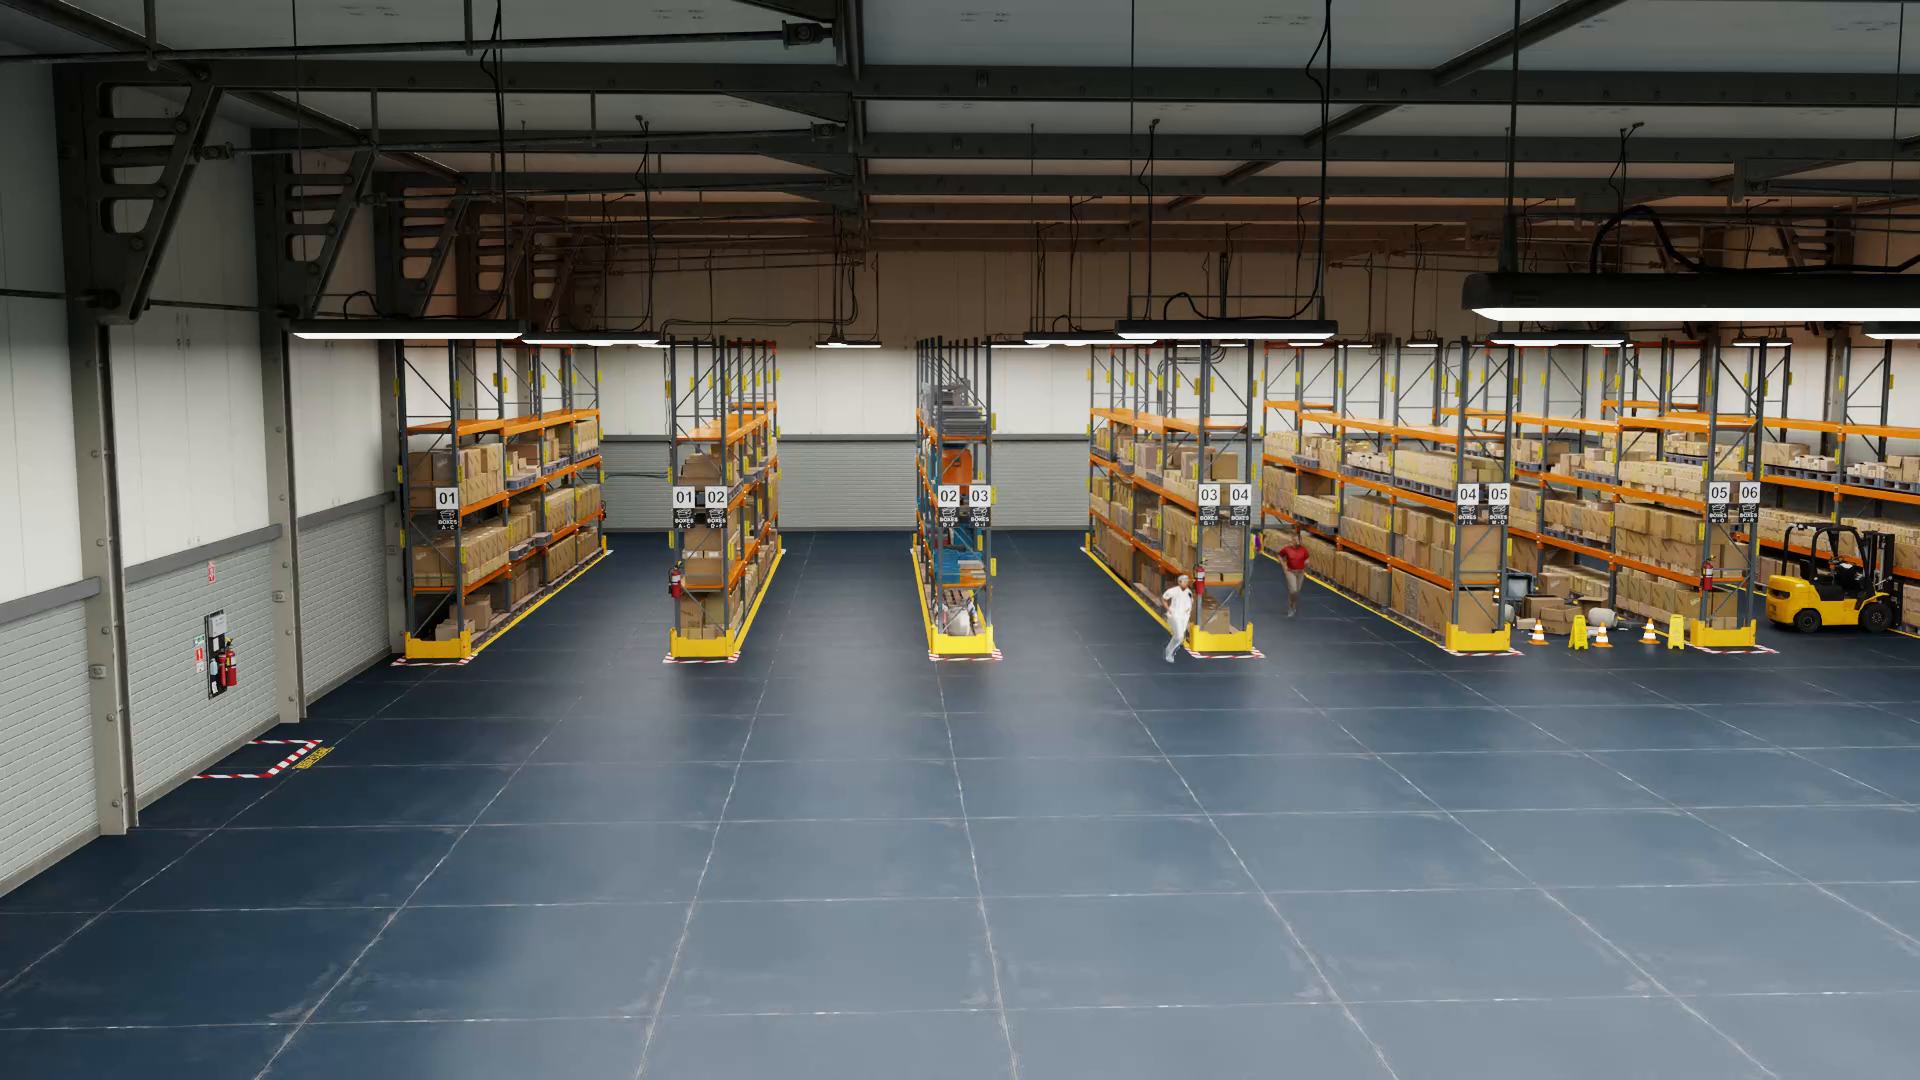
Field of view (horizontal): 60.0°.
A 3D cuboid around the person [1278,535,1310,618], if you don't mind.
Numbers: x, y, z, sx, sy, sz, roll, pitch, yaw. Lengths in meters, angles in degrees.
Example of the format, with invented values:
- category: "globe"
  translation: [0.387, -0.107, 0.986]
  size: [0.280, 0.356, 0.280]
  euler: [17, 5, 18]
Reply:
- category: "person"
  translation: [7.265, 0.790, 36.036]
  size: [0.651, 1.793, 0.778]
  euler: [-1, 7, -10]

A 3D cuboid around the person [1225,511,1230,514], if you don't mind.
- category: "person"
  translation: [7.450, -0.522, 47.698]
  size: [0.669, 1.693, 0.620]
  euler: [2, 7, 20]

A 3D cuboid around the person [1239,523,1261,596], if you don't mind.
- category: "person"
  translation: [6.688, 0.448, 38.732]
  size: [0.692, 1.741, 0.660]
  euler: [-2, 7, -15]

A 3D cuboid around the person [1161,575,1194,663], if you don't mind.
- category: "person"
  translation: [4.049, 1.442, 30.676]
  size: [0.607, 1.615, 0.625]
  euler: [-4, 7, -29]
